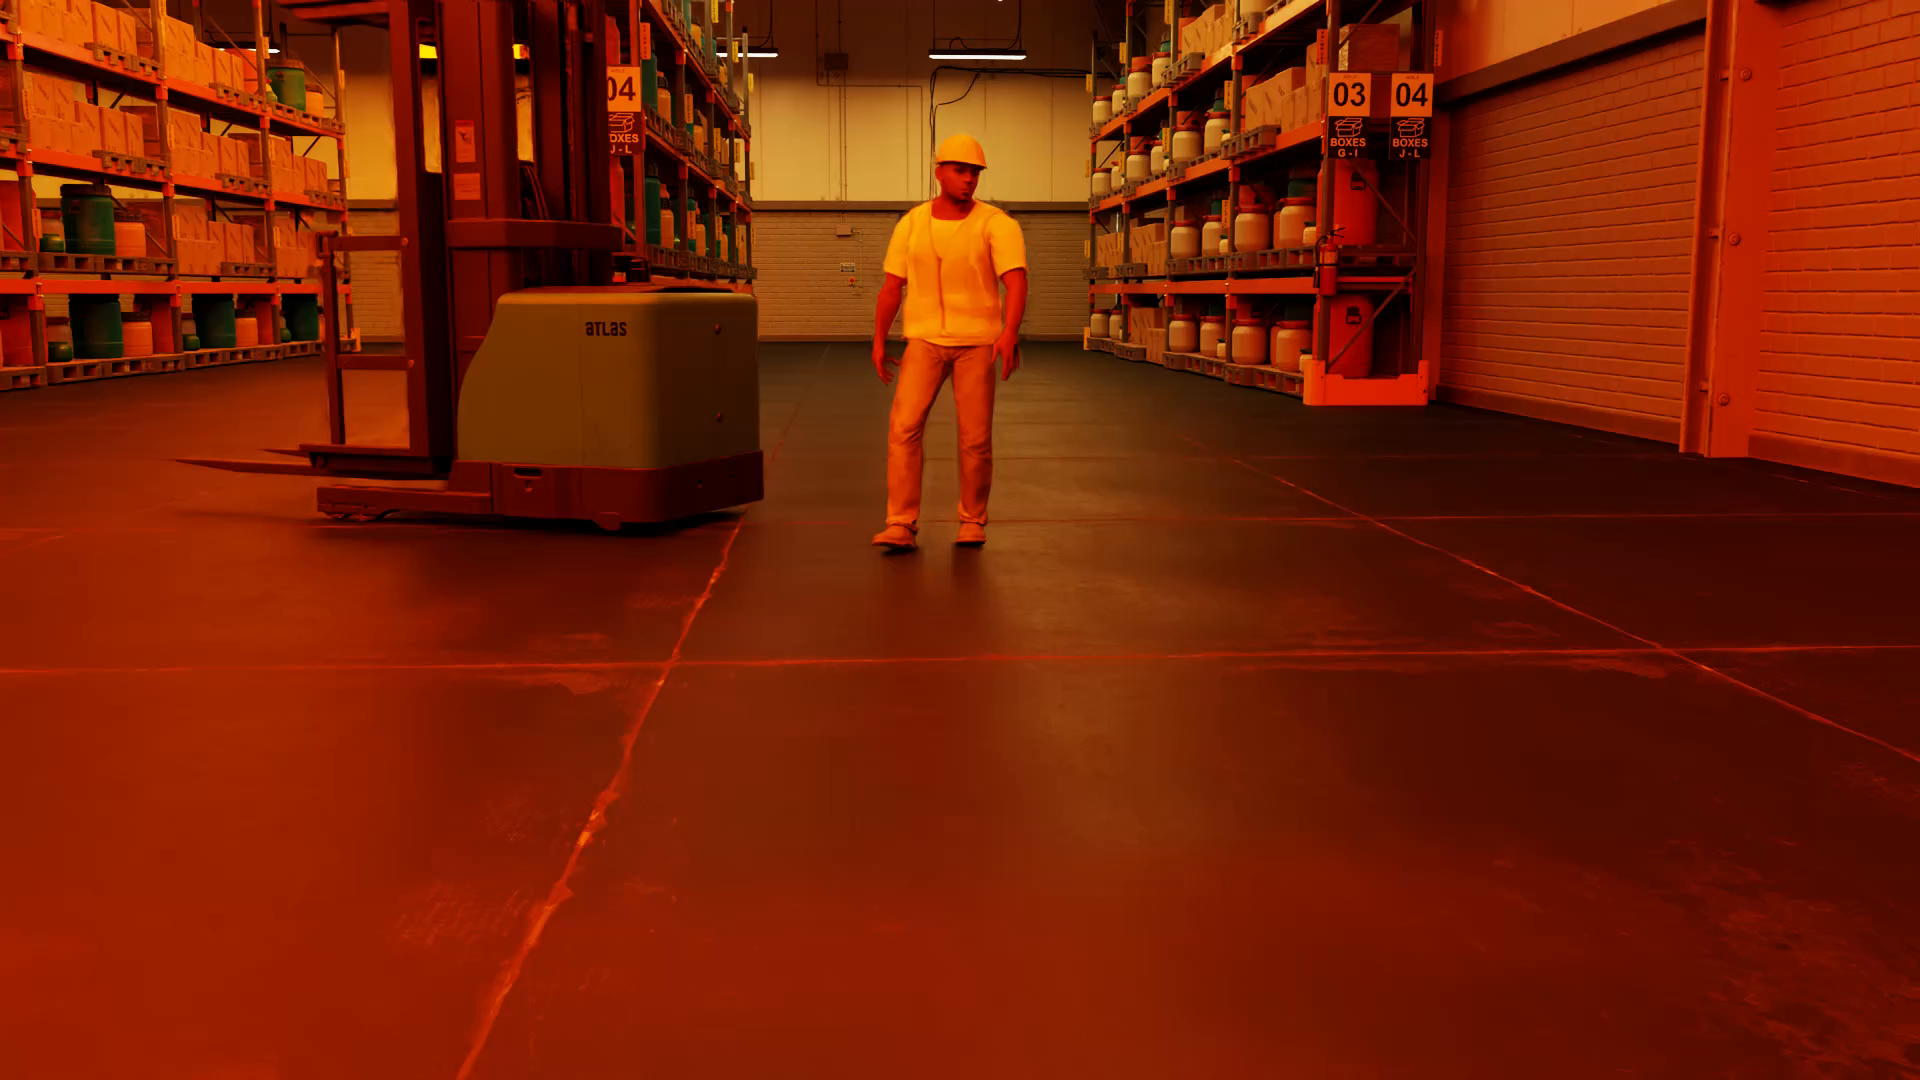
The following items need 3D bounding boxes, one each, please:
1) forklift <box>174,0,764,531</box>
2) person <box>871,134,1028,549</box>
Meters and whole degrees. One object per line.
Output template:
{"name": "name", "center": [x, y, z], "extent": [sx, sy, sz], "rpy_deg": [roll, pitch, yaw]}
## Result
{"name": "forklift", "center": [-2.534, -1.604, 8.130], "extent": [3.031, 2.935, 1.130], "rpy_deg": [3, 9, 22]}
{"name": "person", "center": [-0.068, -0.822, 6.983], "extent": [0.705, 1.742, 0.672], "rpy_deg": [2, 9, 12]}
